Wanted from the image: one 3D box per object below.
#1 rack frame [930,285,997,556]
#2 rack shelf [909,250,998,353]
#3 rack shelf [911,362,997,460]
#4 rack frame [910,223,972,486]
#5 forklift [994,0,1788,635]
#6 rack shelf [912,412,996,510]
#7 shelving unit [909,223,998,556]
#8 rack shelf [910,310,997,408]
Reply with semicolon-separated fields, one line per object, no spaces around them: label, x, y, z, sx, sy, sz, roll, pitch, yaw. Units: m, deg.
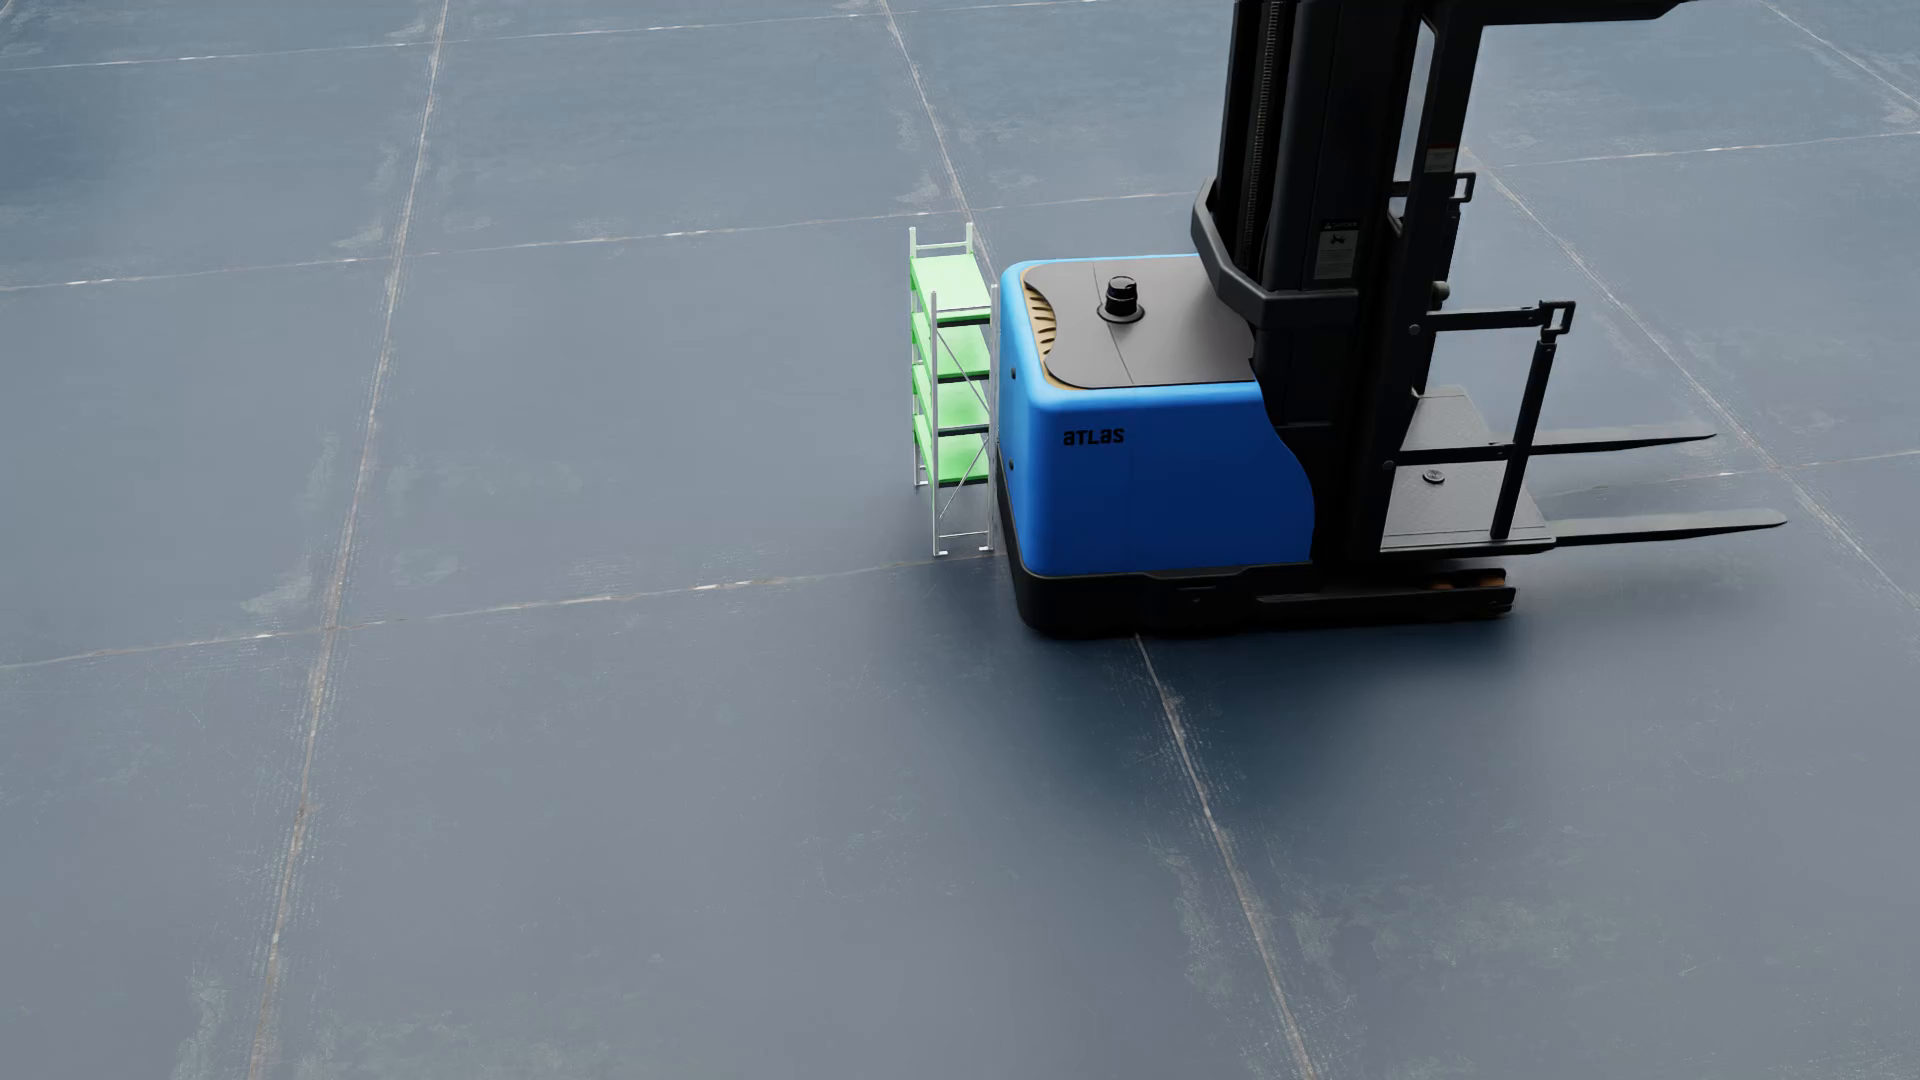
rack frame;0.014;-0.426;6.321;0.240;1.200;0.015;-6;38;-8
rack shelf;-0.029;-0.902;6.255;0.258;0.148;0.480;-6;38;-8
rack shelf;-0.029;-0.523;6.550;0.258;0.148;0.480;-6;38;-8
rack frame;-0.072;-0.721;6.700;0.240;1.200;0.015;-6;38;-8
forklift;1.691;-1.171;5.868;3.031;2.935;1.130;-3;38;-4
rack shelf;-0.029;-0.334;6.697;0.258;0.148;0.480;-6;38;-8
shelving unit;-0.029;-0.574;6.511;0.258;1.200;0.503;-6;38;-8
rack shelf;-0.029;-0.713;6.403;0.258;0.148;0.480;-6;38;-8
